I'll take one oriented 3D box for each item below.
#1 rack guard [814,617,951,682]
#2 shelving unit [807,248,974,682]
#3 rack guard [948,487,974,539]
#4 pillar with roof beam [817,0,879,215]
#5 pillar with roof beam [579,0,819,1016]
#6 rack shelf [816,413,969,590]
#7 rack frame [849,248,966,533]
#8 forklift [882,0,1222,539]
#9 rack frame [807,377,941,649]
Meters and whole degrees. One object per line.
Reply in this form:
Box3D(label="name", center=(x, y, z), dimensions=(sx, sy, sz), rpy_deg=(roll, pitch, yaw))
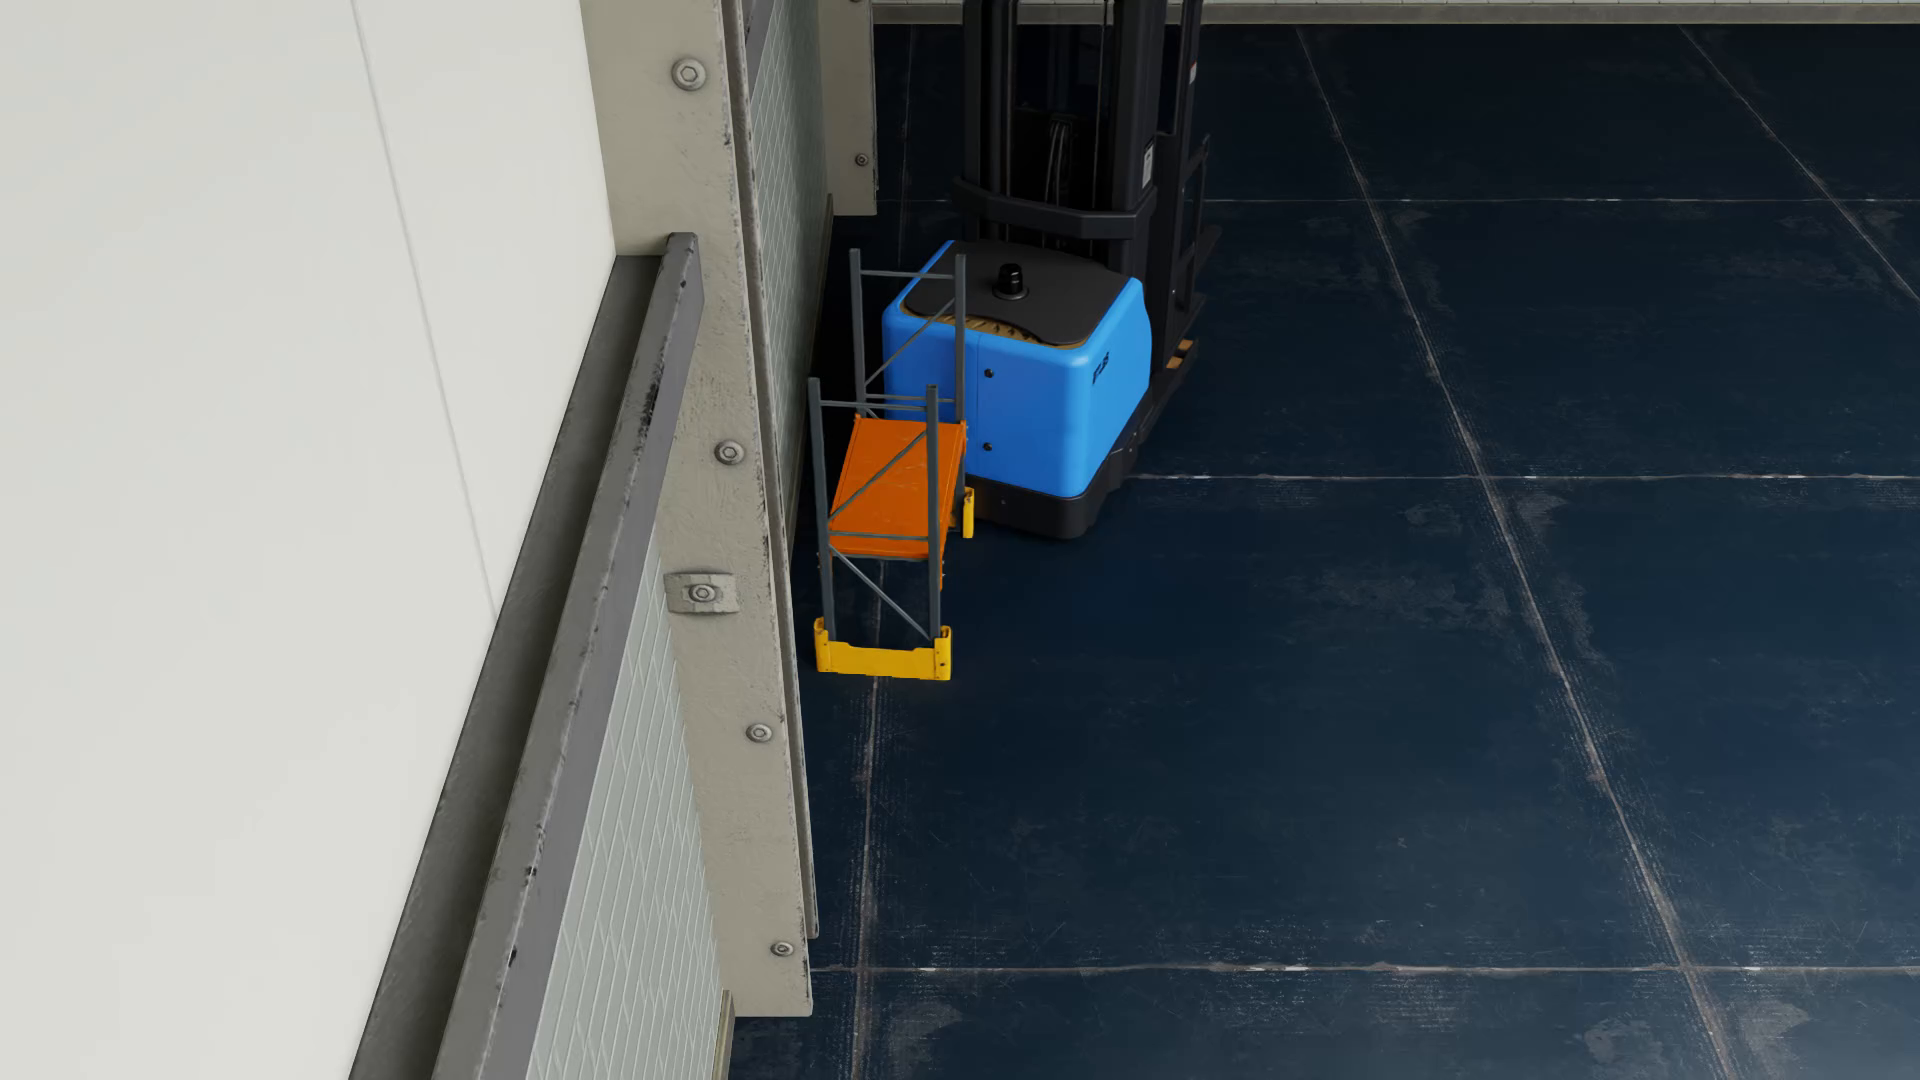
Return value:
Box3D(label="rack guard", center=(-0.333, 0.474, 7.204), dimensions=(0.587, 0.250, 0.087), rpy_deg=(4, 39, 5))
Box3D(label="shelving unit", center=(-0.281, -0.323, 7.200), dimensions=(0.587, 1.500, 1.083), rpy_deg=(4, 39, 5))
Box3D(label="rack guard", center=(-0.228, -0.145, 7.977), dimensions=(0.587, 0.250, 0.087), rpy_deg=(4, 39, 5))
Box3D(label="pillar with roof beam", center=(3.618, -5.704, 7.918), dimensions=(9.100, 9.000, 0.400), rpy_deg=(0, 39, 0))
Box3D(label="pillar with roof beam", center=(3.625, -1.952, 3.236), dimensions=(9.100, 9.000, 0.400), rpy_deg=(0, 39, 0))
Box3D(label="rack shelf", center=(-0.280, -0.189, 7.319), dimensions=(0.538, 0.185, 1.000), rpy_deg=(4, 39, 5))
Box3D(label="rack frame", center=(-0.226, -0.645, 7.601), dimensions=(0.500, 1.500, 0.032), rpy_deg=(4, 39, 5))
Box3D(label="forklift", center=(0.669, -2.068, 8.232), dimensions=(1.130, 2.935, 3.031), rpy_deg=(15, 41, 18))
Box3D(label="rack frame", center=(-0.334, -0.013, 6.812), dimensions=(0.500, 1.500, 0.032), rpy_deg=(4, 39, 5))
